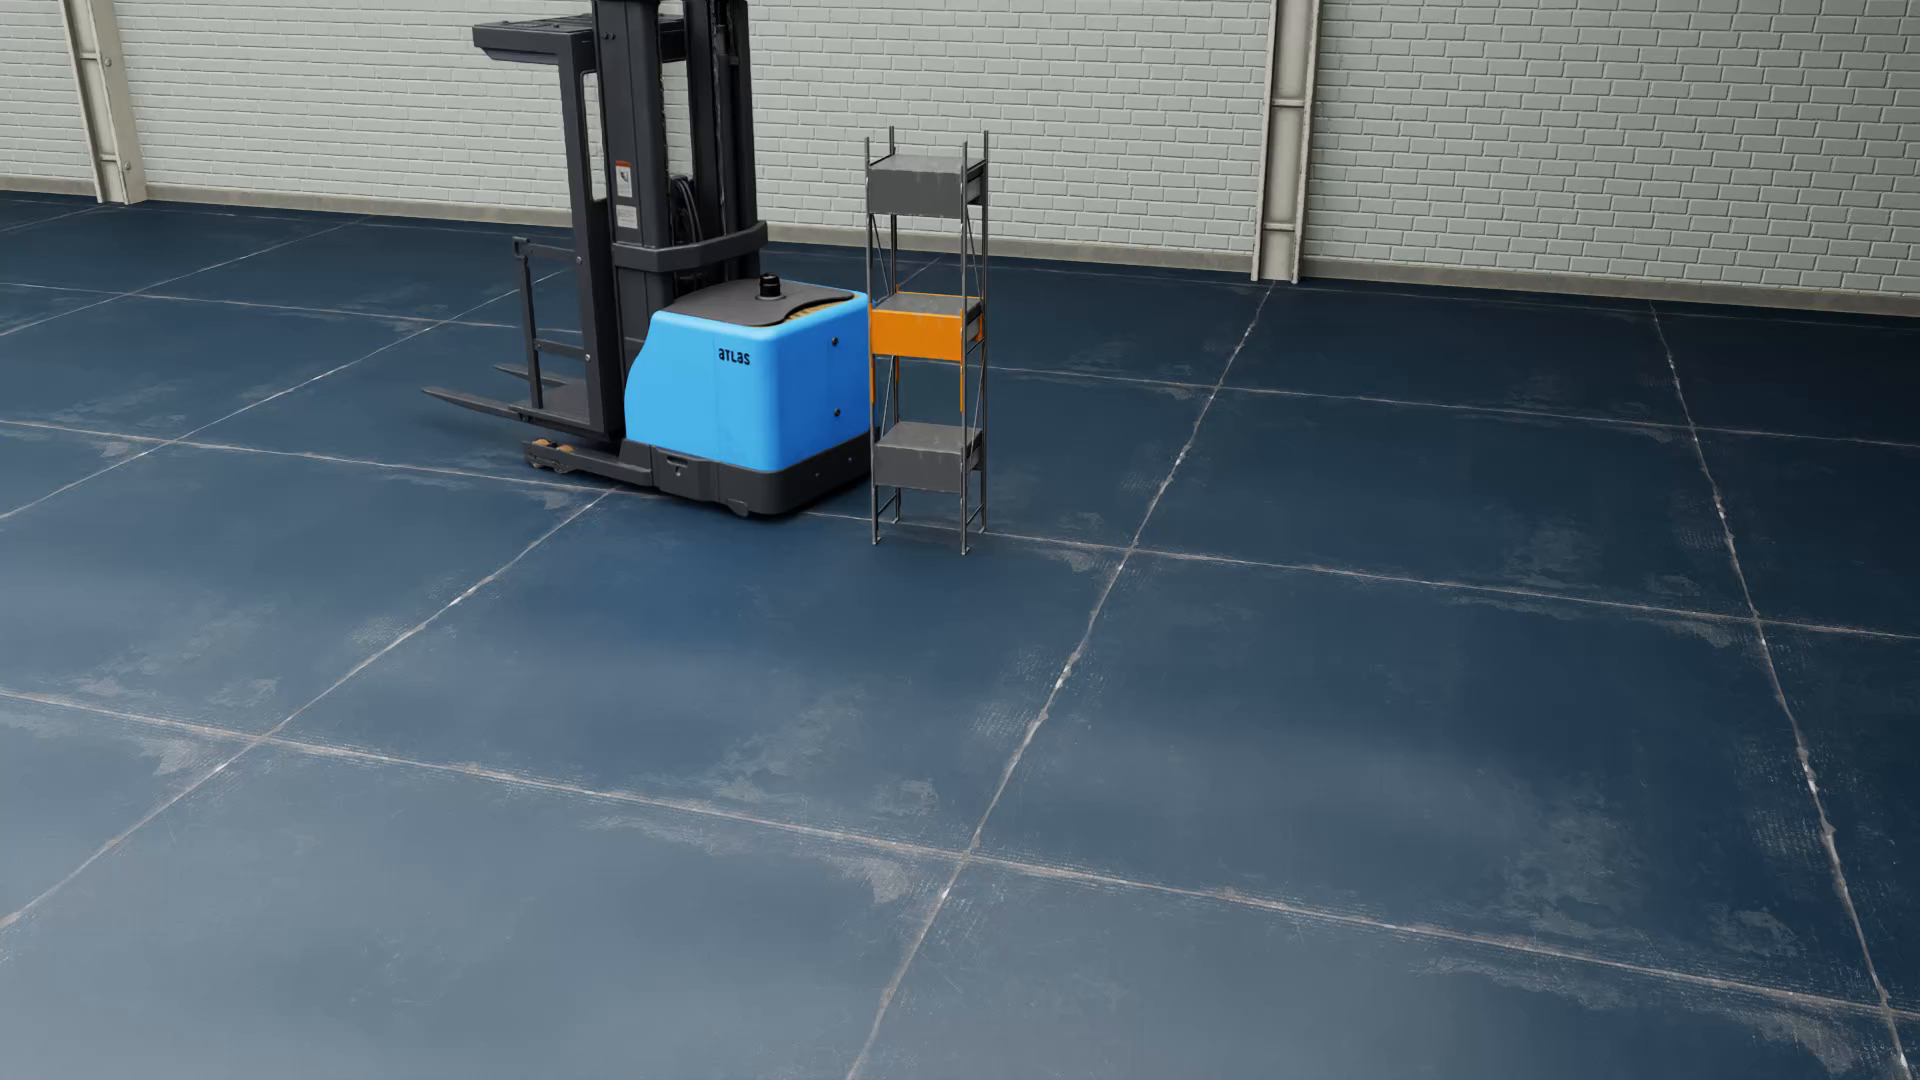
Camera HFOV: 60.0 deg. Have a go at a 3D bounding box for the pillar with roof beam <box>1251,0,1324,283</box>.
[{"bbox_3d":[1.468,-4.846,8.727,0.400,9.000,9.100,7,23,16],"label":"pillar with roof beam"}]

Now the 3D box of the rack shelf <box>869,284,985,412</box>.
[{"bbox_3d":[-0.158,-0.977,8.421,0.480,0.518,0.431,7,23,16],"label":"rack shelf"}]

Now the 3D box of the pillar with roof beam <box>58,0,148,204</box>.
[{"bbox_3d":[-10.020,-6.162,11.934,0.400,9.000,9.100,7,23,16],"label":"pillar with roof beam"}]

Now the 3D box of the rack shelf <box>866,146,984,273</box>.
[{"bbox_3d":[-0.158,-1.625,8.155,0.480,0.518,0.431,7,23,16],"label":"rack shelf"}]

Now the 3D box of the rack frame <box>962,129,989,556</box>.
[{"bbox_3d":[0.075,-0.963,8.351,0.015,2.100,0.400,7,23,16],"label":"rack frame"}]

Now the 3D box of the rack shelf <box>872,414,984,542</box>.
[{"bbox_3d":[-0.158,-0.329,8.687,0.480,0.518,0.431,7,23,16],"label":"rack shelf"}]

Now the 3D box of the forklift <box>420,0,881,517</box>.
[{"bbox_3d":[-1.967,-1.893,9.522,3.031,2.935,1.130,14,26,31],"label":"forklift"}]

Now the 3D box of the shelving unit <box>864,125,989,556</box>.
[{"bbox_3d":[-0.158,-0.990,8.416,0.503,2.100,0.431,7,23,16],"label":"shelving unit"}]

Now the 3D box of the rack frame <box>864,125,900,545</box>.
[{"bbox_3d":[-0.392,-1.016,8.481,0.015,2.100,0.400,7,23,16],"label":"rack frame"}]
